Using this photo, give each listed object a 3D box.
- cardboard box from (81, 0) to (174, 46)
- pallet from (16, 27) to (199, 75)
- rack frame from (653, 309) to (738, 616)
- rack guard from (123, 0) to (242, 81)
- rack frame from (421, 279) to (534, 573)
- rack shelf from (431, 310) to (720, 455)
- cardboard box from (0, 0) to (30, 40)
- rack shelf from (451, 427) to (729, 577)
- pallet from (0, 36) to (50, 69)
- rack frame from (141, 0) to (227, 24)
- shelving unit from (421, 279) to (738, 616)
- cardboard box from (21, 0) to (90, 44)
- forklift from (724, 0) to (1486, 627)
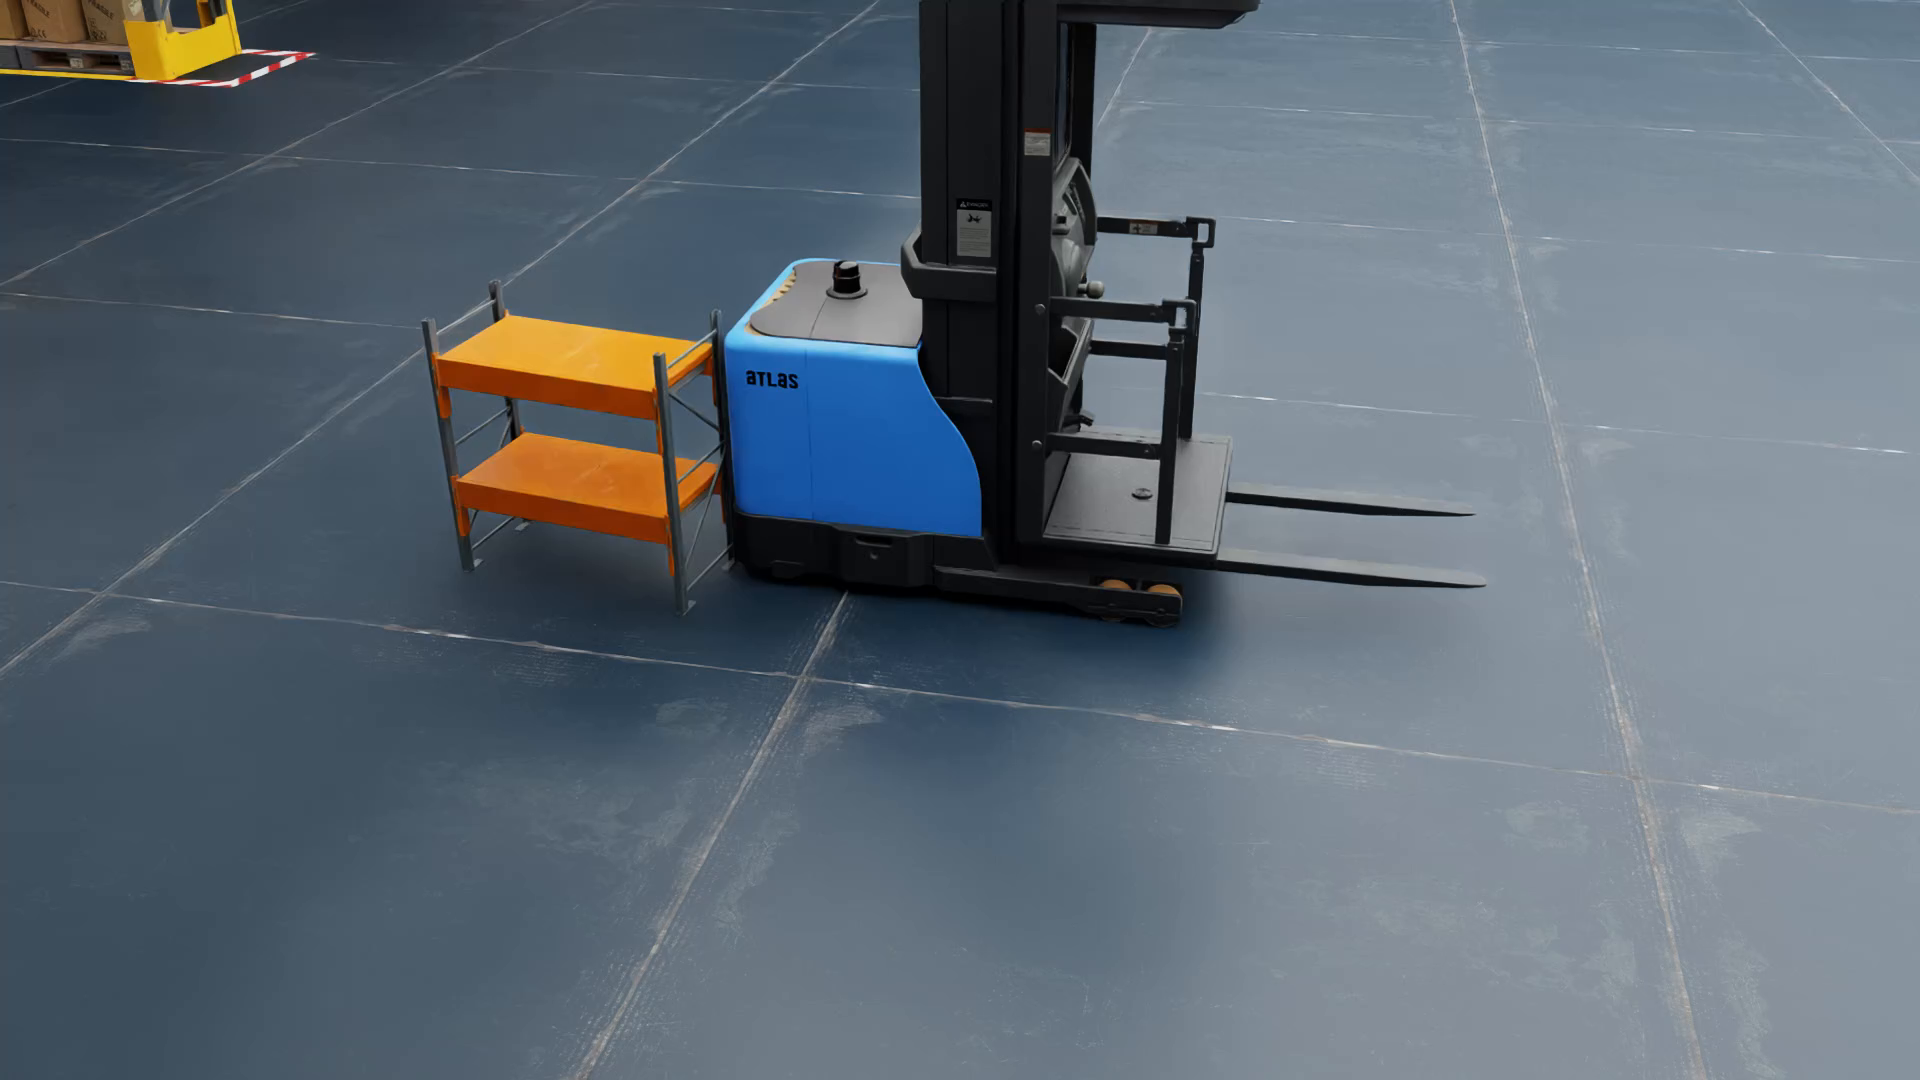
[{"bbox_3d":[-7.544,-4.796,15.052,0.500,0.500,0.500,11,31,20],"label":"cardboard box"},{"bbox_3d":[-7.799,-4.520,15.286,1.213,0.211,1.003,6,29,11],"label":"pallet"},{"bbox_3d":[-1.040,-0.303,6.632,0.032,1.125,0.500,10,30,17],"label":"rack frame"},{"bbox_3d":[-7.011,-4.549,15.038,0.348,0.500,1.175,6,29,11],"label":"rack guard"},{"bbox_3d":[-1.996,-0.469,6.935,0.032,1.125,0.500,10,30,17],"label":"rack frame"},{"bbox_3d":[-1.518,-0.643,6.643,1.000,0.278,0.538,10,30,17],"label":"rack shelf"},{"bbox_3d":[-8.744,-4.911,15.263,0.500,0.500,0.500,9,30,15],"label":"cardboard box"},{"bbox_3d":[-1.518,-0.171,6.901,1.000,0.278,0.538,10,30,17],"label":"rack shelf"},{"bbox_3d":[-8.988,-4.643,15.512,1.213,0.211,1.003,6,29,11],"label":"pallet"},{"bbox_3d":[-6.937,-5.637,14.424,0.127,3.000,1.000,6,29,11],"label":"rack frame"},{"bbox_3d":[-1.518,-0.386,6.784,1.048,1.125,0.538,10,30,17],"label":"shelving unit"},{"bbox_3d":[-8.136,-4.839,15.132,0.500,0.500,0.500,14,32,24],"label":"cardboard box"},{"bbox_3d":[0.631,-1.218,6.423,3.031,2.935,1.130,6,29,10],"label":"forklift"}]
